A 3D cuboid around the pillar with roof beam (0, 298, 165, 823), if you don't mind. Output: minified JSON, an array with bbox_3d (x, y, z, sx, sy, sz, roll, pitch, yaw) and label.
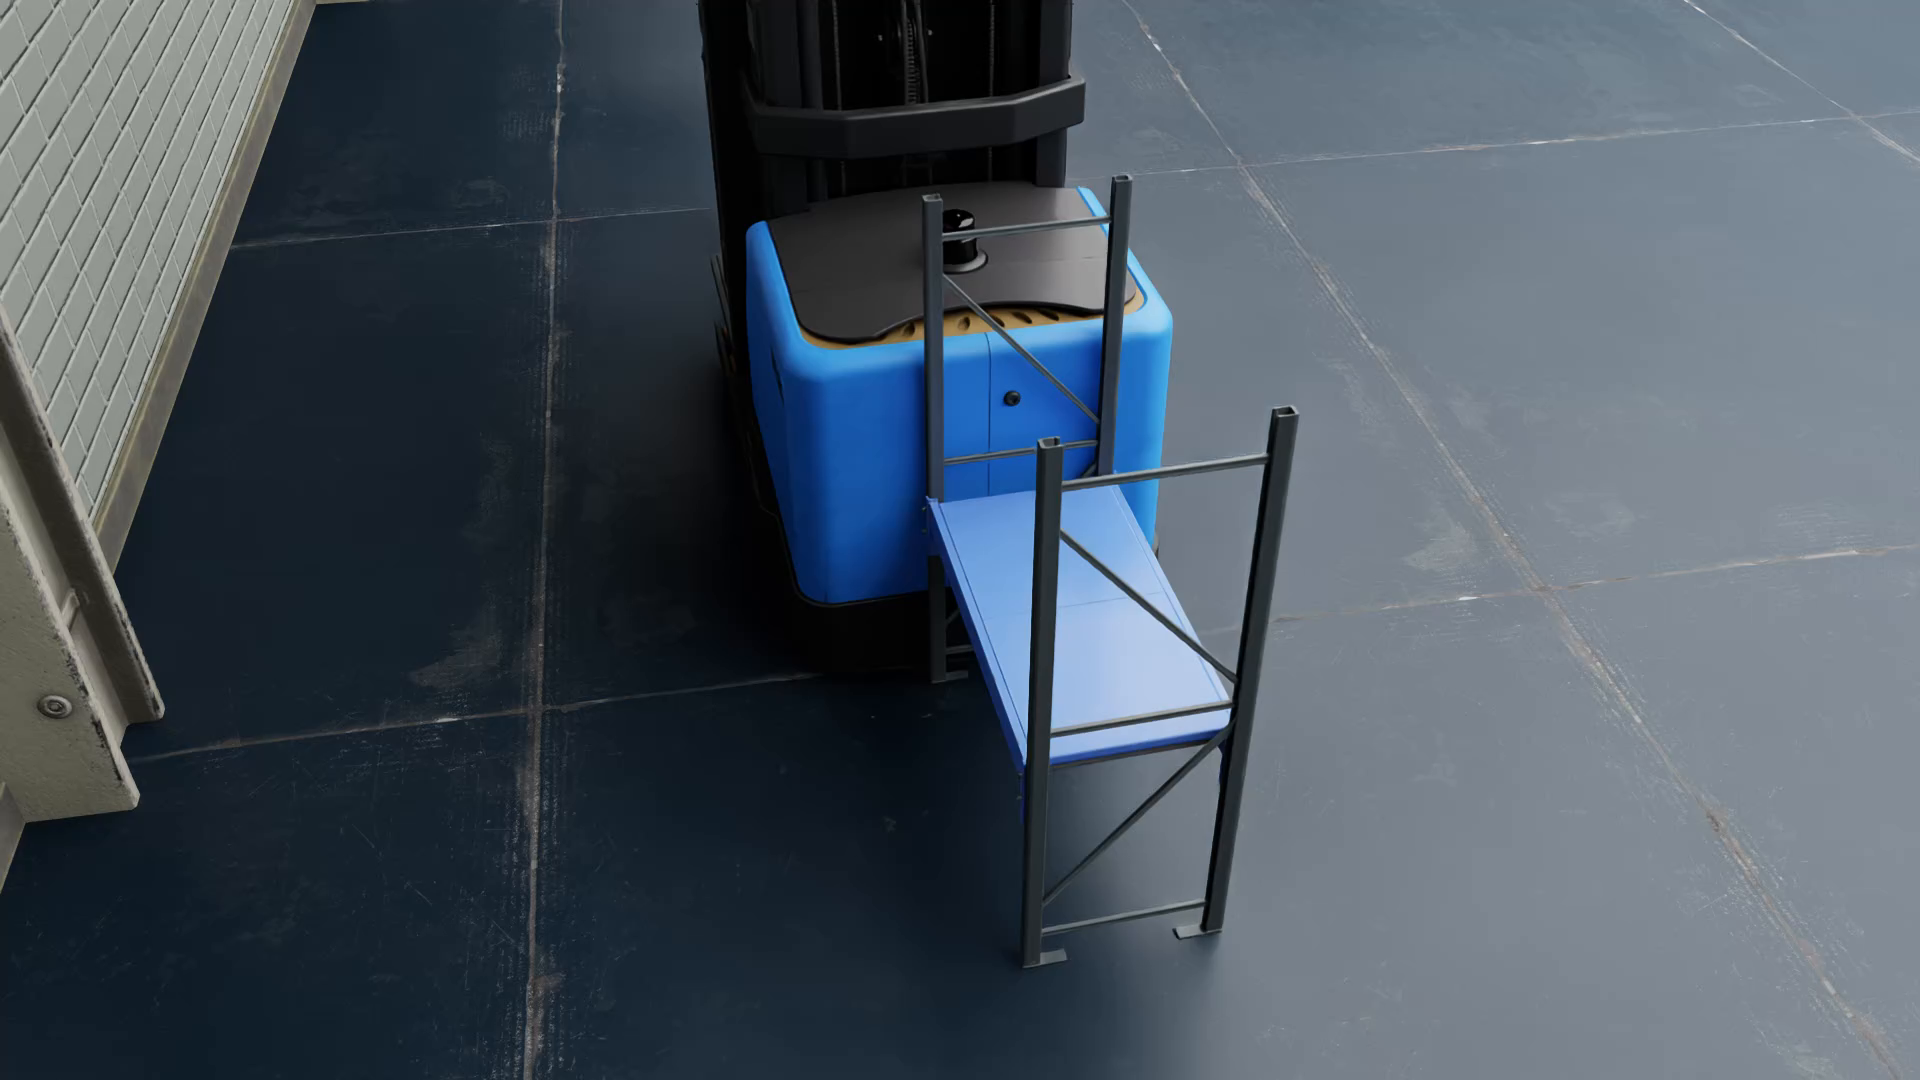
[{"bbox_3d":[1.897,-3.418,2.314,9.100,9.000,0.400,-6,38,-8],"label":"pillar with roof beam"}]

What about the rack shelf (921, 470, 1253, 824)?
[{"bbox_3d":[0.273,0.220,4.037,0.538,0.185,1.000,-8,39,-10],"label":"rack shelf"}]

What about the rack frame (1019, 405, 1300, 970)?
[{"bbox_3d":[0.388,0.382,3.536,0.500,1.500,0.032,-8,39,-10],"label":"rack frame"}]

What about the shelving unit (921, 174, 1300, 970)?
[{"bbox_3d":[0.273,0.078,3.927,0.538,1.500,1.048,-8,39,-10],"label":"shelving unit"}]

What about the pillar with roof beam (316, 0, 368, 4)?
[{"bbox_3d":[0.845,-7.042,6.979,9.100,9.000,0.400,-6,38,-8],"label":"pillar with roof beam"}]

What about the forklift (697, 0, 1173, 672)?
[{"bbox_3d":[-0.264,-1.695,5.043,1.130,2.935,3.031,-8,39,-10],"label":"forklift"}]

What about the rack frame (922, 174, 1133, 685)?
[{"bbox_3d":[0.158,-0.225,4.318,0.500,1.500,0.032,-8,39,-10],"label":"rack frame"}]
